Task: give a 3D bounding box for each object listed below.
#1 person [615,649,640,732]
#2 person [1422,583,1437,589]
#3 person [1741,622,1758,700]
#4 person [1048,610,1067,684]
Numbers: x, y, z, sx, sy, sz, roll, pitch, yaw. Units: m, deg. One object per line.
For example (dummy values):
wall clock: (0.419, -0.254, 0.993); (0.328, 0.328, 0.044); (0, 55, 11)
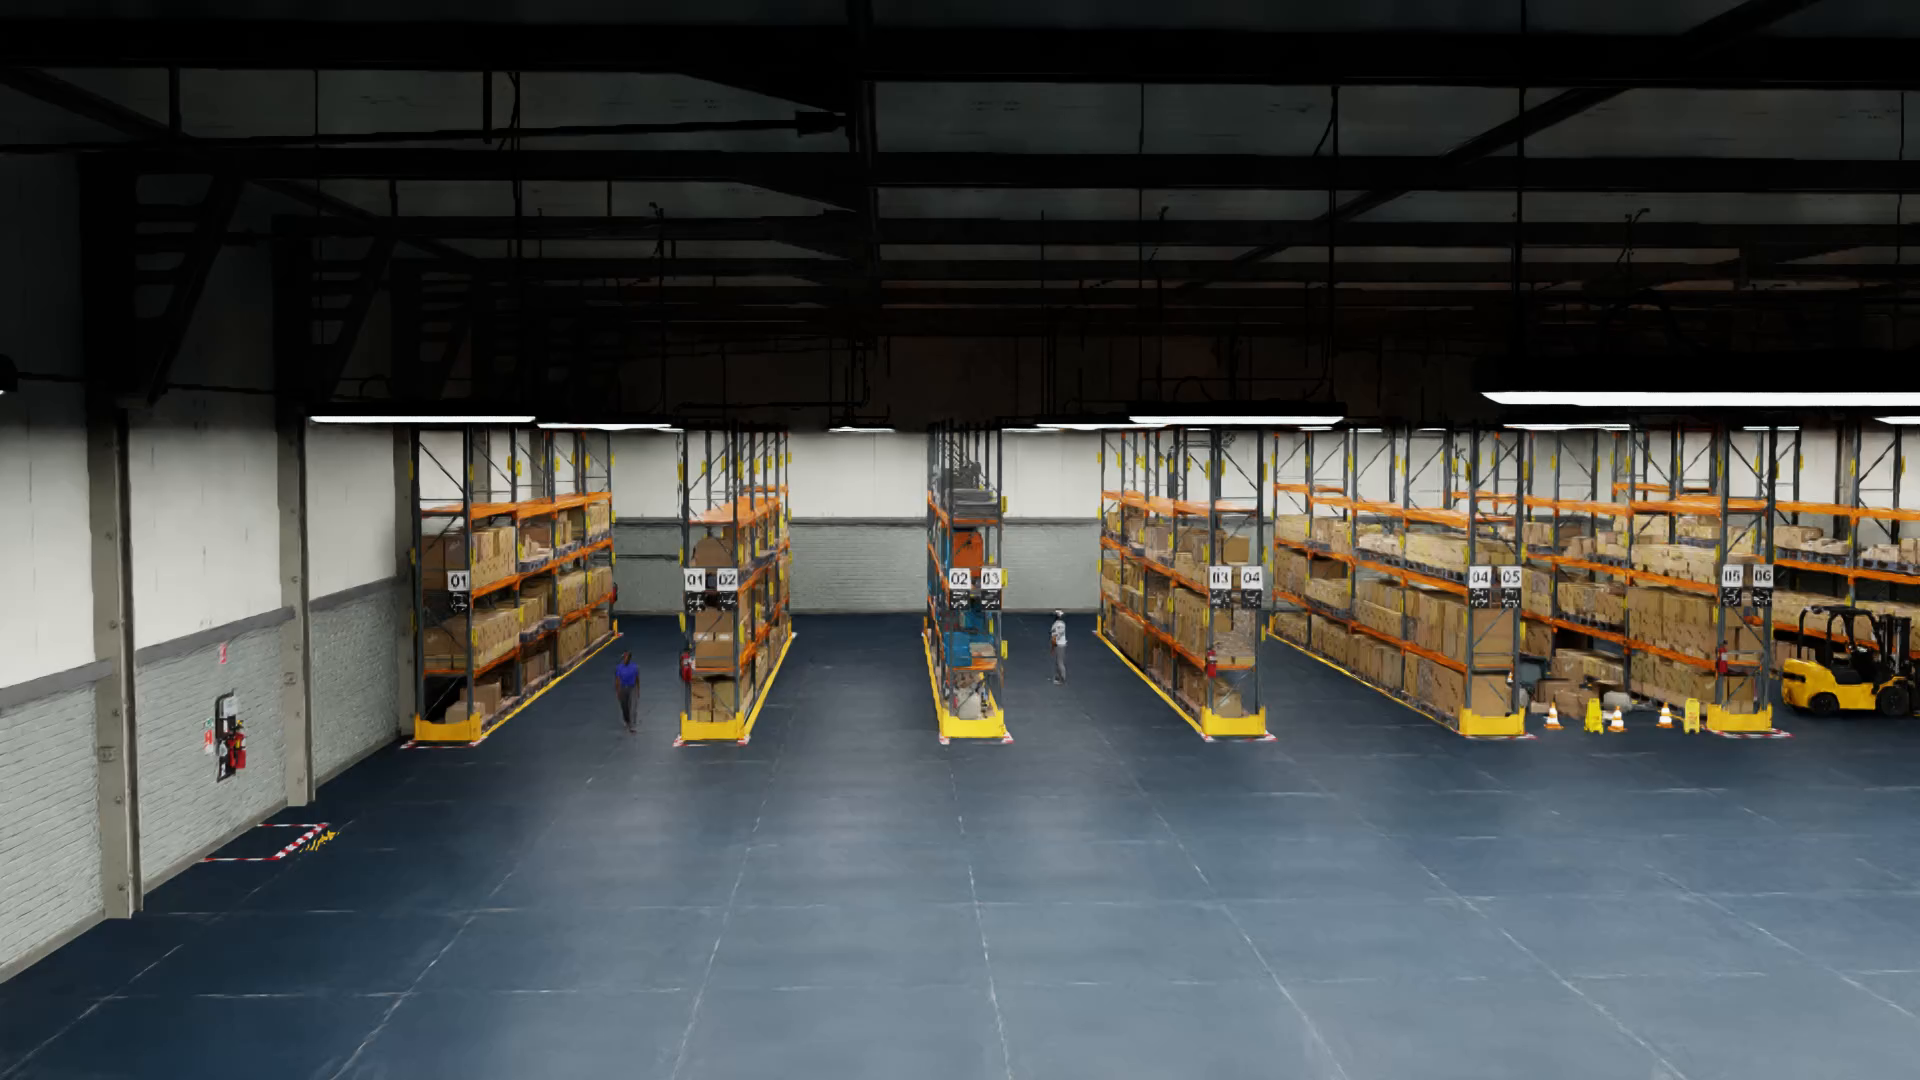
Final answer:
person: (-6.391, 2.879, 31.932); (0.450, 1.558, 1.089); (0, 4, -5)
person: (13.901, 1.734, 49.166); (0.385, 1.668, 0.583); (-2, 4, -34)
person: (16.870, 2.583, 35.737); (0.569, 1.668, 0.560); (2, 4, 29)
person: (2.246, 2.437, 38.159); (0.524, 1.669, 0.531); (2, 4, 27)
